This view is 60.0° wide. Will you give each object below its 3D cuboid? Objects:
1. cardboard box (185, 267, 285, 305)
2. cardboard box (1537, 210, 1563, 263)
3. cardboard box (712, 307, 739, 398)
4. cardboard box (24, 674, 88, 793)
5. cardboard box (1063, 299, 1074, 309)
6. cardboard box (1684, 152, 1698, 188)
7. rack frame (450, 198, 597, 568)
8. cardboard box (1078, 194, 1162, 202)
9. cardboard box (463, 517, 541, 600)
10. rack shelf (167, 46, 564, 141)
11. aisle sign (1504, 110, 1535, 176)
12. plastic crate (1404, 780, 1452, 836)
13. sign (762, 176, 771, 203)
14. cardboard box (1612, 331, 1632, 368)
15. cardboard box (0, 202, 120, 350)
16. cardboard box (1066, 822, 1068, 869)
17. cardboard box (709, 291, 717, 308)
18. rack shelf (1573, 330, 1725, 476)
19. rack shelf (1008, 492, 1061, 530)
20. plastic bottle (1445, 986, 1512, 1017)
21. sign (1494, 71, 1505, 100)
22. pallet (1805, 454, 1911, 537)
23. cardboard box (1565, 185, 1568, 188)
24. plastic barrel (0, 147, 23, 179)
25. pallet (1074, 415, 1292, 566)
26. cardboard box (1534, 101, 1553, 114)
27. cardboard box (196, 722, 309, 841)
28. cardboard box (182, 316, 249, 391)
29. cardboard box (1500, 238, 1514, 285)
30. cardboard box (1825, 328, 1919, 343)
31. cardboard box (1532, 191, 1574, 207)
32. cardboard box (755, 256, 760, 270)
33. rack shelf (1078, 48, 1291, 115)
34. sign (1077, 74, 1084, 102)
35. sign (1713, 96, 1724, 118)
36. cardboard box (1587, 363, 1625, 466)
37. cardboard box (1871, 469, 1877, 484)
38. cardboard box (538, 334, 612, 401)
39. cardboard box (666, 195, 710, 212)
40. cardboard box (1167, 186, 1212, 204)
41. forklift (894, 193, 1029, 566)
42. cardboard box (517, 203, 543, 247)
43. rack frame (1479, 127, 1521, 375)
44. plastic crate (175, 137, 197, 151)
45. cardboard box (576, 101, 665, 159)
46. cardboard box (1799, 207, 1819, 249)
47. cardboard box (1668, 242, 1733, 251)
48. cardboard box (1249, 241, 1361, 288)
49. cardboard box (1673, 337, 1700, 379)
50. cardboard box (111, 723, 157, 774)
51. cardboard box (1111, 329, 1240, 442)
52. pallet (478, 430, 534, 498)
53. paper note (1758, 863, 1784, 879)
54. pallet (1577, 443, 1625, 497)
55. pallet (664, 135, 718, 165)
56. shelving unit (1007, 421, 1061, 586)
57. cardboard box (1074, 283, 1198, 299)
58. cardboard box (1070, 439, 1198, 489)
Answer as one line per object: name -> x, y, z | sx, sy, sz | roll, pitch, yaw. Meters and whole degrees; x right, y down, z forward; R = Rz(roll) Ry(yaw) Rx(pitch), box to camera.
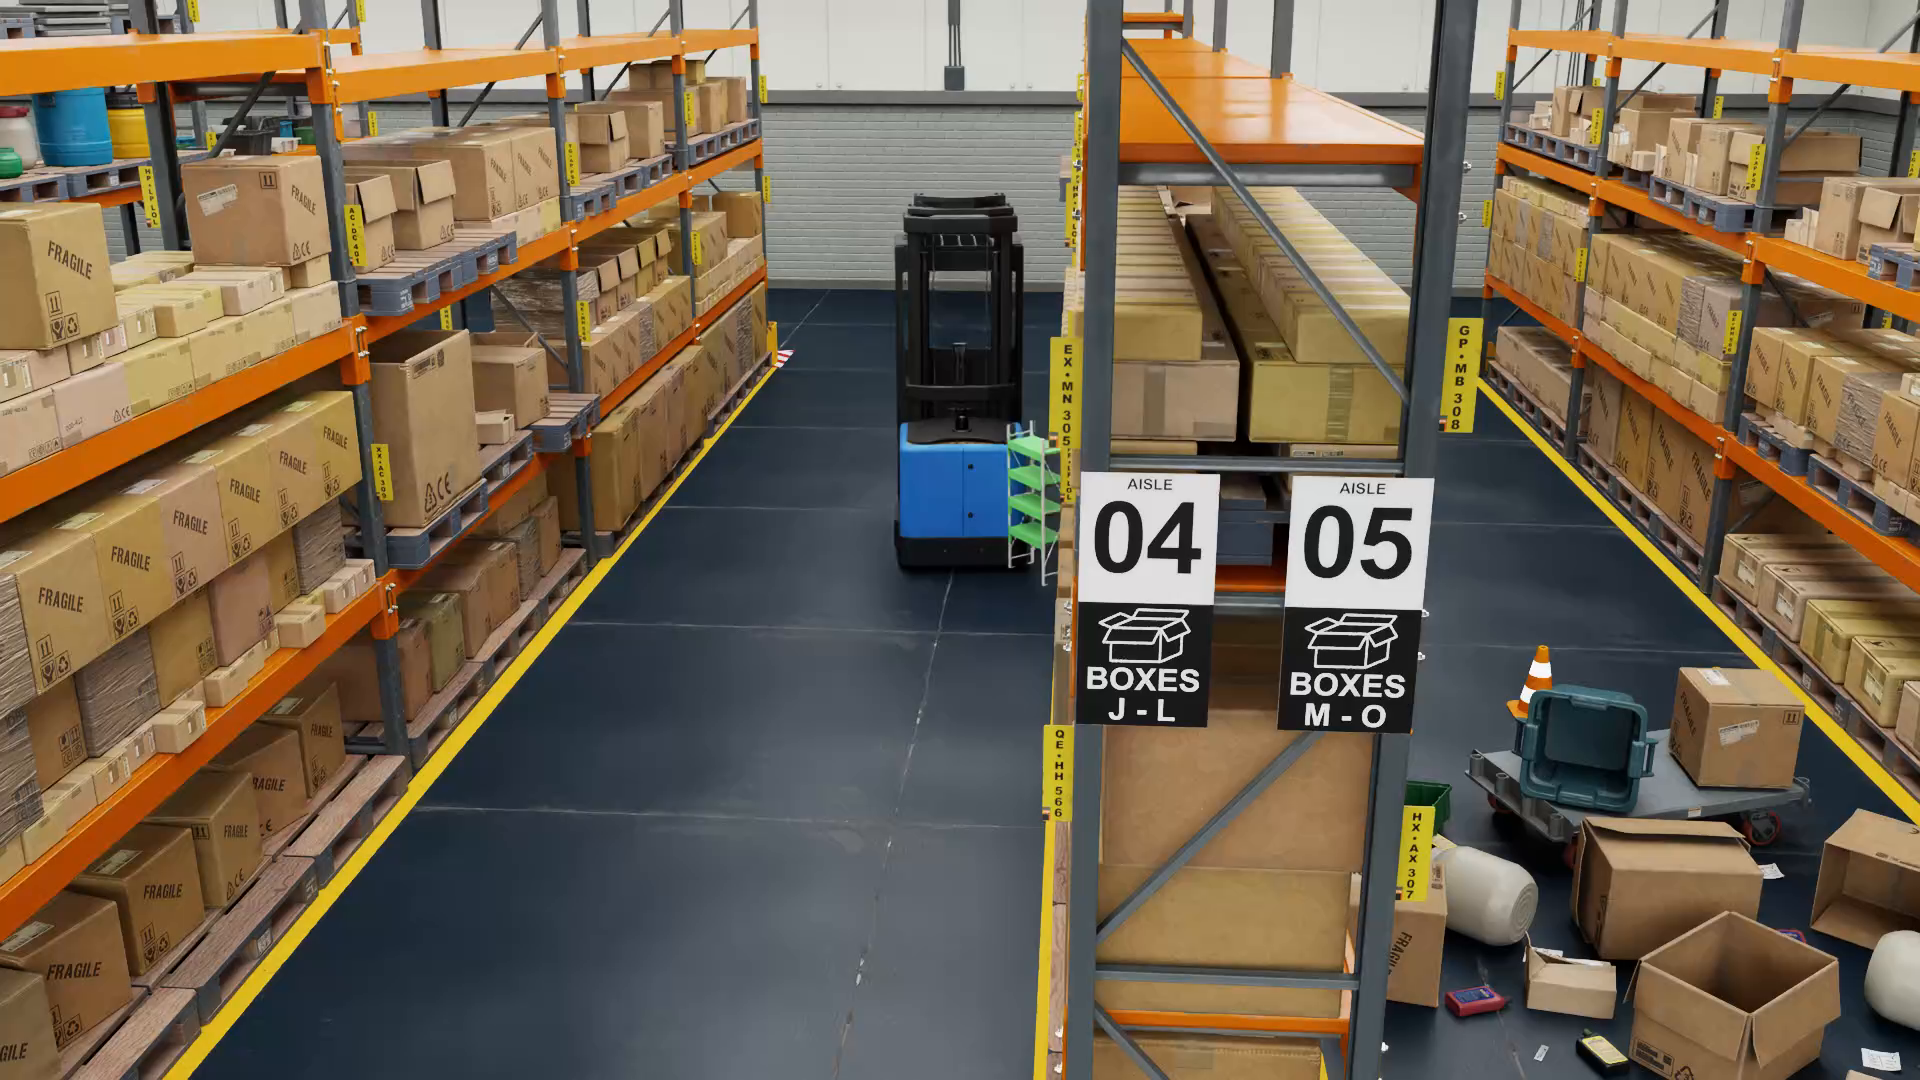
cardboard box -> -3.582, -1.256, 8.222 | 0.380, 0.149, 0.250 | 0, 18, 1
cardboard box -> 6.483, -3.235, 17.712 | 0.500, 0.500, 0.500 | 2, 18, 5
cardboard box -> -3.040, -2.138, 18.868 | 0.875, 0.875, 0.875 | 1, 18, 4
cardboard box -> -4.109, 0.745, 6.695 | 0.875, 0.500, 0.500 | 1, 18, 4
cardboard box -> 1.094, -2.008, 14.506 | 0.380, 0.149, 0.250 | 2, 18, 7
cardboard box -> 6.116, -2.998, 13.480 | 0.396, 0.266, 0.258 | 1, 18, 3
rack frame -> -3.519, -1.223, 13.338 | 1.000, 3.000, 0.127 | 1, 18, 4
cardboard box -> 0.734, -1.507, 7.676 | 0.380, 0.149, 0.250 | 1, 18, 3
cardboard box -> -3.574, 0.137, 12.495 | 0.700, 0.500, 0.500 | 0, 18, -1
rack shelf -> -3.662, -2.921, 10.682 | 1.077, 0.370, 4.000 | 1, 18, 4
aisle sign -> 6.655, -4.750, 19.929 | 0.394, 0.787, 0.004 | 1, 18, 4
plastic crate -> 2.429, 1.554, 9.288 | 0.450, 0.188, 0.662 | 0, 15, 35
sign -> -2.405, -4.354, 20.653 | 0.100, 0.325, 0.005 | 1, 18, 4
cardboard box -> 6.270, -1.722, 15.103 | 0.500, 0.250, 0.500 | 1, 18, 3
cardboard box -> -3.716, -1.045, 6.537 | 0.500, 0.500, 0.500 | 1, 18, 4
cardboard box -> 1.020, 1.165, 8.787 | 0.875, 0.875, 0.875 | 2, 18, 5
cardboard box -> -2.842, -2.594, 17.925 | 0.380, 0.149, 0.250 | 2, 18, 6
rack shelf -> 6.509, -1.281, 14.670 | 1.077, 0.370, 4.000 | 1, 18, 4
rack shelf -> 0.615, -0.233, 13.188 | 0.258, 0.148, 0.480 | -12, 22, -29
plastic bottle -> 2.425, 2.149, 7.767 | 0.283, 0.061, 0.133 | -5, 19, -15
sign -> 6.386, -5.379, 19.673 | 0.100, 0.325, 0.005 | 1, 18, 4
pallet -> 6.265, -0.295, 10.813 | 1.003, 0.211, 1.213 | 1, 18, 4
cardboard box -> 7.185, -4.040, 19.127 | 0.380, 0.149, 0.250 | 1, 18, 3
plastic barrel -> -8.153, -3.209, 14.156 | 0.294, 0.245, 0.294 | 0, 18, 0
pallet -> 0.891, -0.210, 5.572 | 1.003, 0.211, 1.213 | 1, 18, 4
cardboard box -> 6.997, -4.946, 19.288 | 0.500, 0.250, 0.500 | 0, 18, -1
cardboard box -> -3.907, 1.309, 8.950 | 0.500, 0.500, 0.500 | 7, 20, 21
cardboard box -> -3.657, -0.867, 7.675 | 0.500, 0.250, 0.500 | 1, 18, 4
cardboard box -> 6.610, -3.233, 19.313 | 0.500, 0.500, 0.500 | 1, 18, 3
cardboard box -> 6.611, -1.243, 12.086 | 0.500, 0.500, 0.500 | 1, 18, 2
cardboard box -> 6.485, -3.732, 18.188 | 0.380, 0.149, 0.250 | 1, 18, 3
cardboard box -> -2.659, -3.389, 20.353 | 0.380, 0.149, 0.250 | 1, 18, 4
rack shelf -> 1.278, -2.779, 10.249 | 1.077, 0.370, 4.000 | 1, 18, 4
sign -> 1.454, -5.418, 19.920 | 0.100, 0.325, 0.005 | 1, 18, 4
sign -> 7.195, -4.056, 15.830 | 0.100, 0.325, 0.005 | 1, 18, 4
cardboard box -> 6.688, -1.240, 16.126 | 0.875, 0.875, 0.875 | 2, 18, 6
cardboard box -> 6.050, -0.402, 10.560 | 0.380, 0.149, 0.250 | 1, 18, 2
cardboard box -> -3.212, -1.415, 13.764 | 0.500, 0.500, 0.500 | 2, 18, 6
cardboard box -> -3.285, -3.836, 19.870 | 0.500, 0.500, 0.500 | 1, 18, 3
cardboard box -> 1.576, -2.255, 10.674 | 0.500, 0.500, 0.500 | 1, 18, 4
forklift -> -0.014, -1.588, 14.563 | 1.130, 2.935, 3.031 | 0, 18, -1
cardboard box -> -3.330, -2.269, 11.955 | 0.500, 0.250, 0.500 | 1, 18, 4
rack frame -> 6.939, -3.486, 20.245 | 1.000, 3.000, 0.127 | 1, 18, 4
plastic crate -> -8.425, -4.211, 17.910 | 0.416, 0.233, 0.300 | 1, 18, 4
cardboard box -> -3.263, -3.957, 16.031 | 0.700, 0.500, 0.500 | 2, 18, 5
cardboard box -> 6.156, -2.190, 11.688 | 0.396, 0.266, 0.258 | 1, 18, 4
cardboard box -> 6.841, -2.461, 15.351 | 0.500, 0.500, 0.500 | 2, 18, 5
cardboard box -> 1.282, -1.019, 6.188 | 0.380, 0.149, 0.250 | 1, 18, 3
cardboard box -> 6.180, -1.483, 13.571 | 0.500, 0.250, 0.500 | 1, 18, 2
cardboard box -> -3.751, 0.910, 7.233 | 0.380, 0.149, 0.250 | 1, 18, 4
cardboard box -> 0.604, -0.497, 5.233 | 0.500, 0.250, 0.500 | 2, 18, 5
pallet -> -3.620, -0.516, 11.489 | 1.003, 0.211, 1.213 | 1, 18, 4
paper note -> 4.340, 1.778, 8.947 | 0.148, 0.019, 0.142 | 1, 18, 4
pallet -> 6.673, -0.678, 16.152 | 1.003, 0.211, 1.213 | 1, 18, 4
pallet -> -3.163, -4.102, 17.451 | 1.003, 0.211, 1.213 | 1, 18, 4
shelving unit -> 0.614, -0.294, 13.166 | 0.258, 1.200, 0.503 | -12, 22, -29
cardboard box -> 0.553, -0.718, 5.267 | 0.380, 0.149, 0.250 | 1, 18, 4
cardboard box -> 0.534, -0.260, 5.151 | 0.380, 0.149, 0.250 | 1, 18, 4
